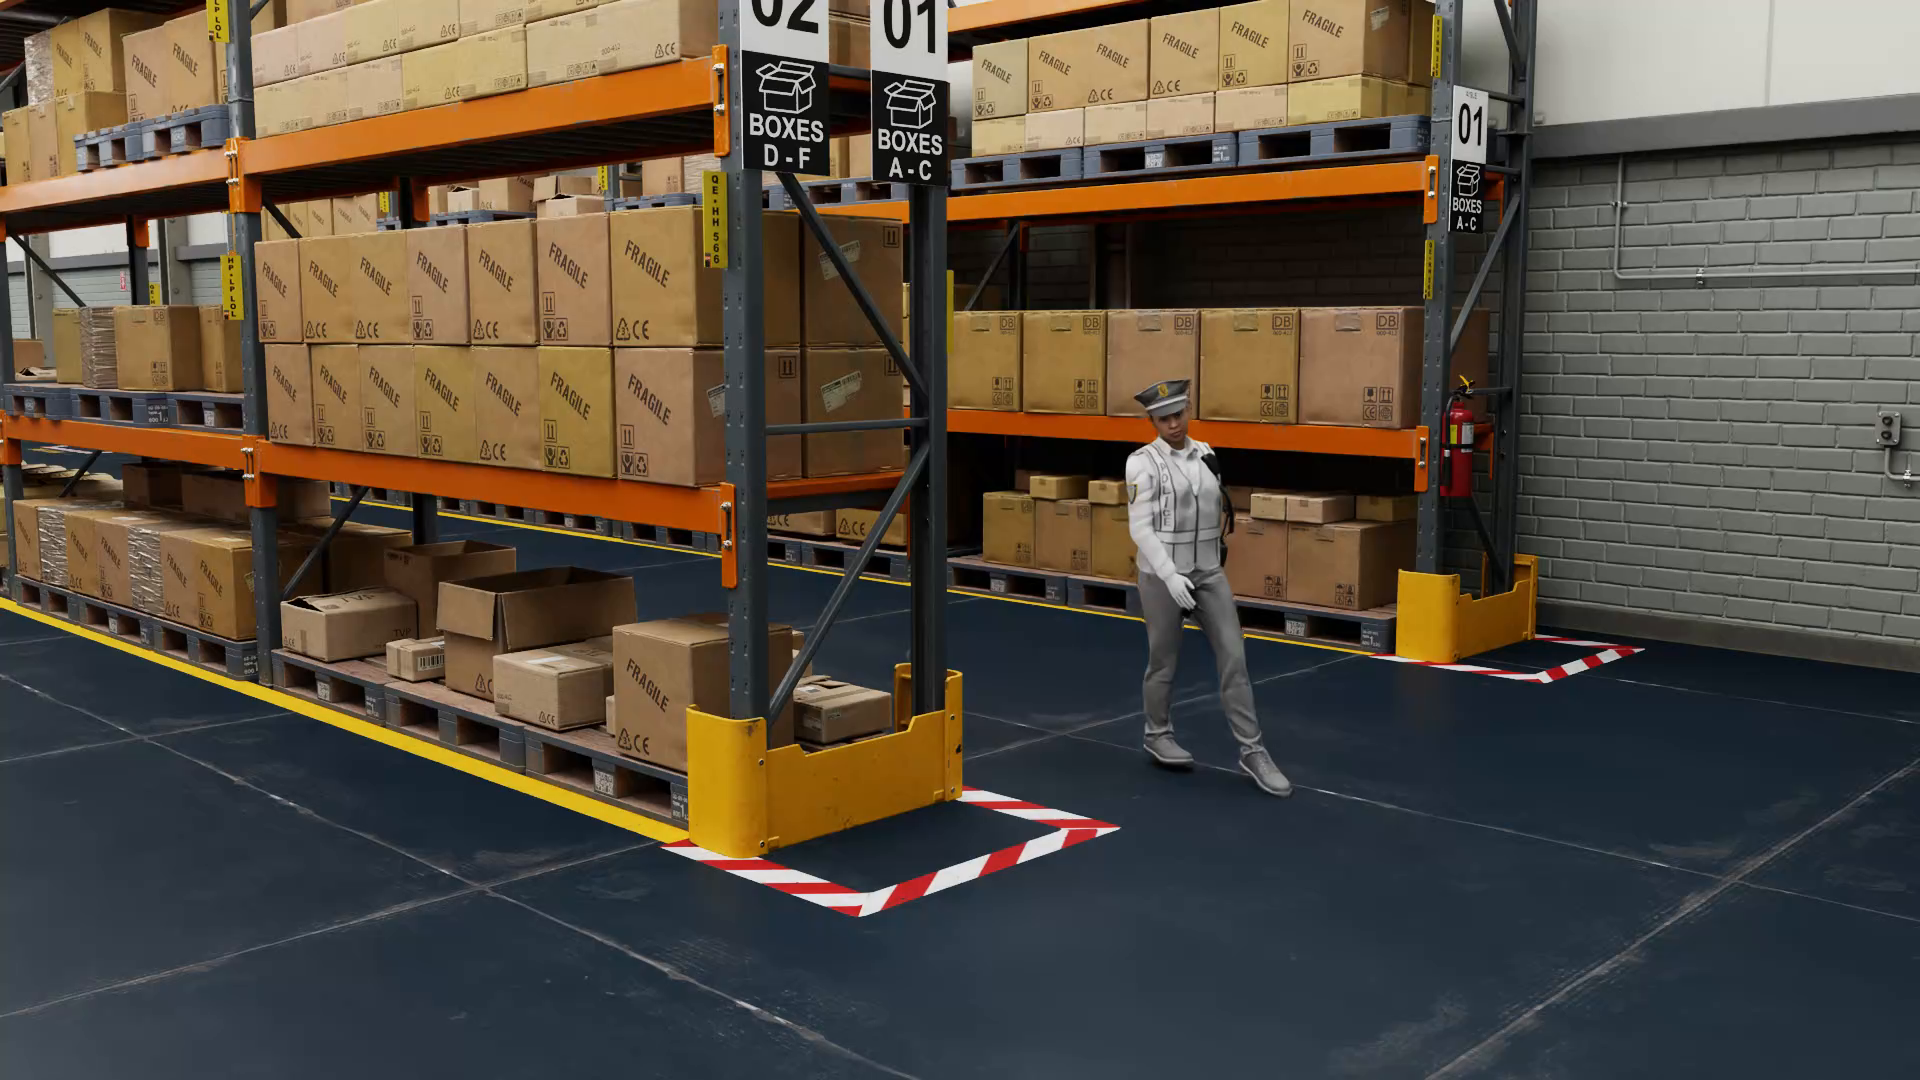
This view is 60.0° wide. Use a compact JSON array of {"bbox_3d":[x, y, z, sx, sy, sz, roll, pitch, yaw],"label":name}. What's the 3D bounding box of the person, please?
[{"bbox_3d":[0.968,0.173,6.841,0.548,1.665,0.758,-3,8,-22],"label":"person"}]
